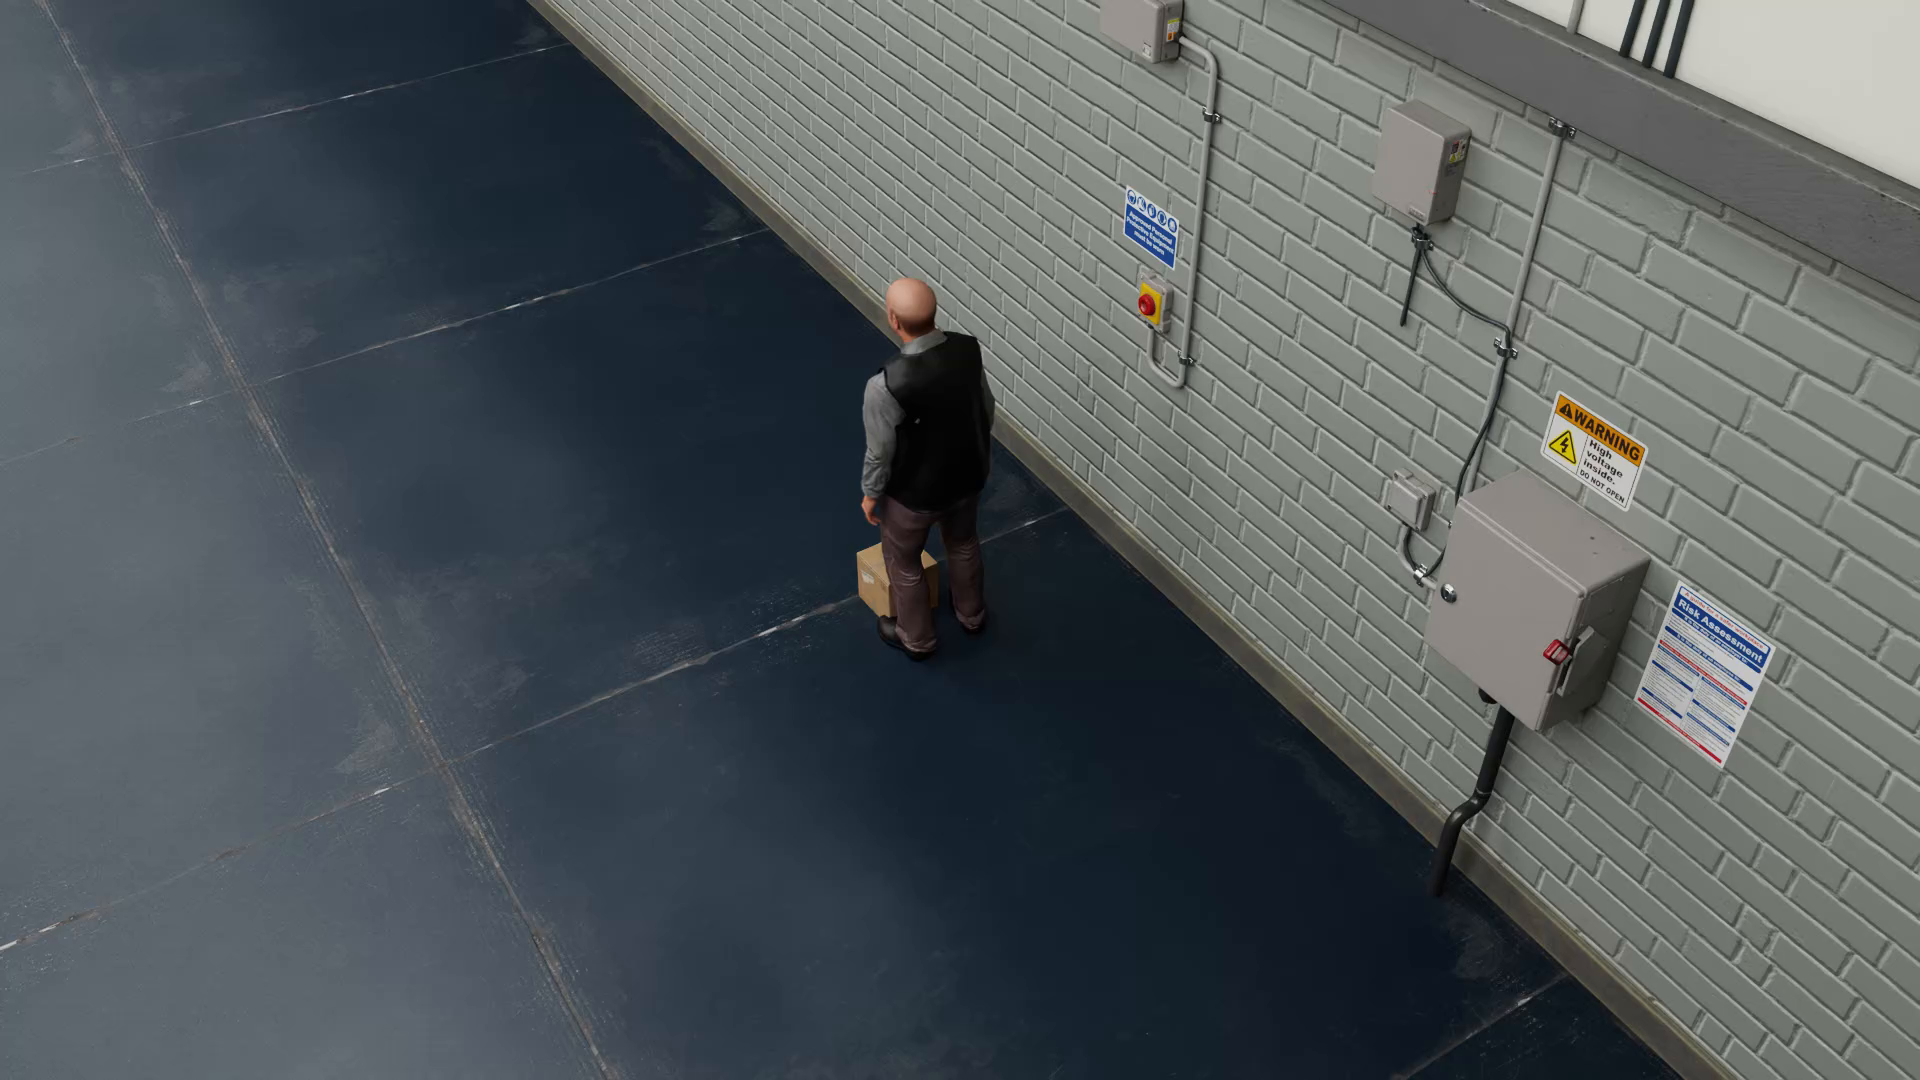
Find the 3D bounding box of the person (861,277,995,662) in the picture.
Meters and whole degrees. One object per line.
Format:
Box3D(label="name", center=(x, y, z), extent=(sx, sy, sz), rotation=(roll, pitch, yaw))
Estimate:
Box3D(label="person", center=(-0.114, -0.237, 6.452), extent=(0.594, 1.721, 0.417), rotation=(-25, 46, -26))
